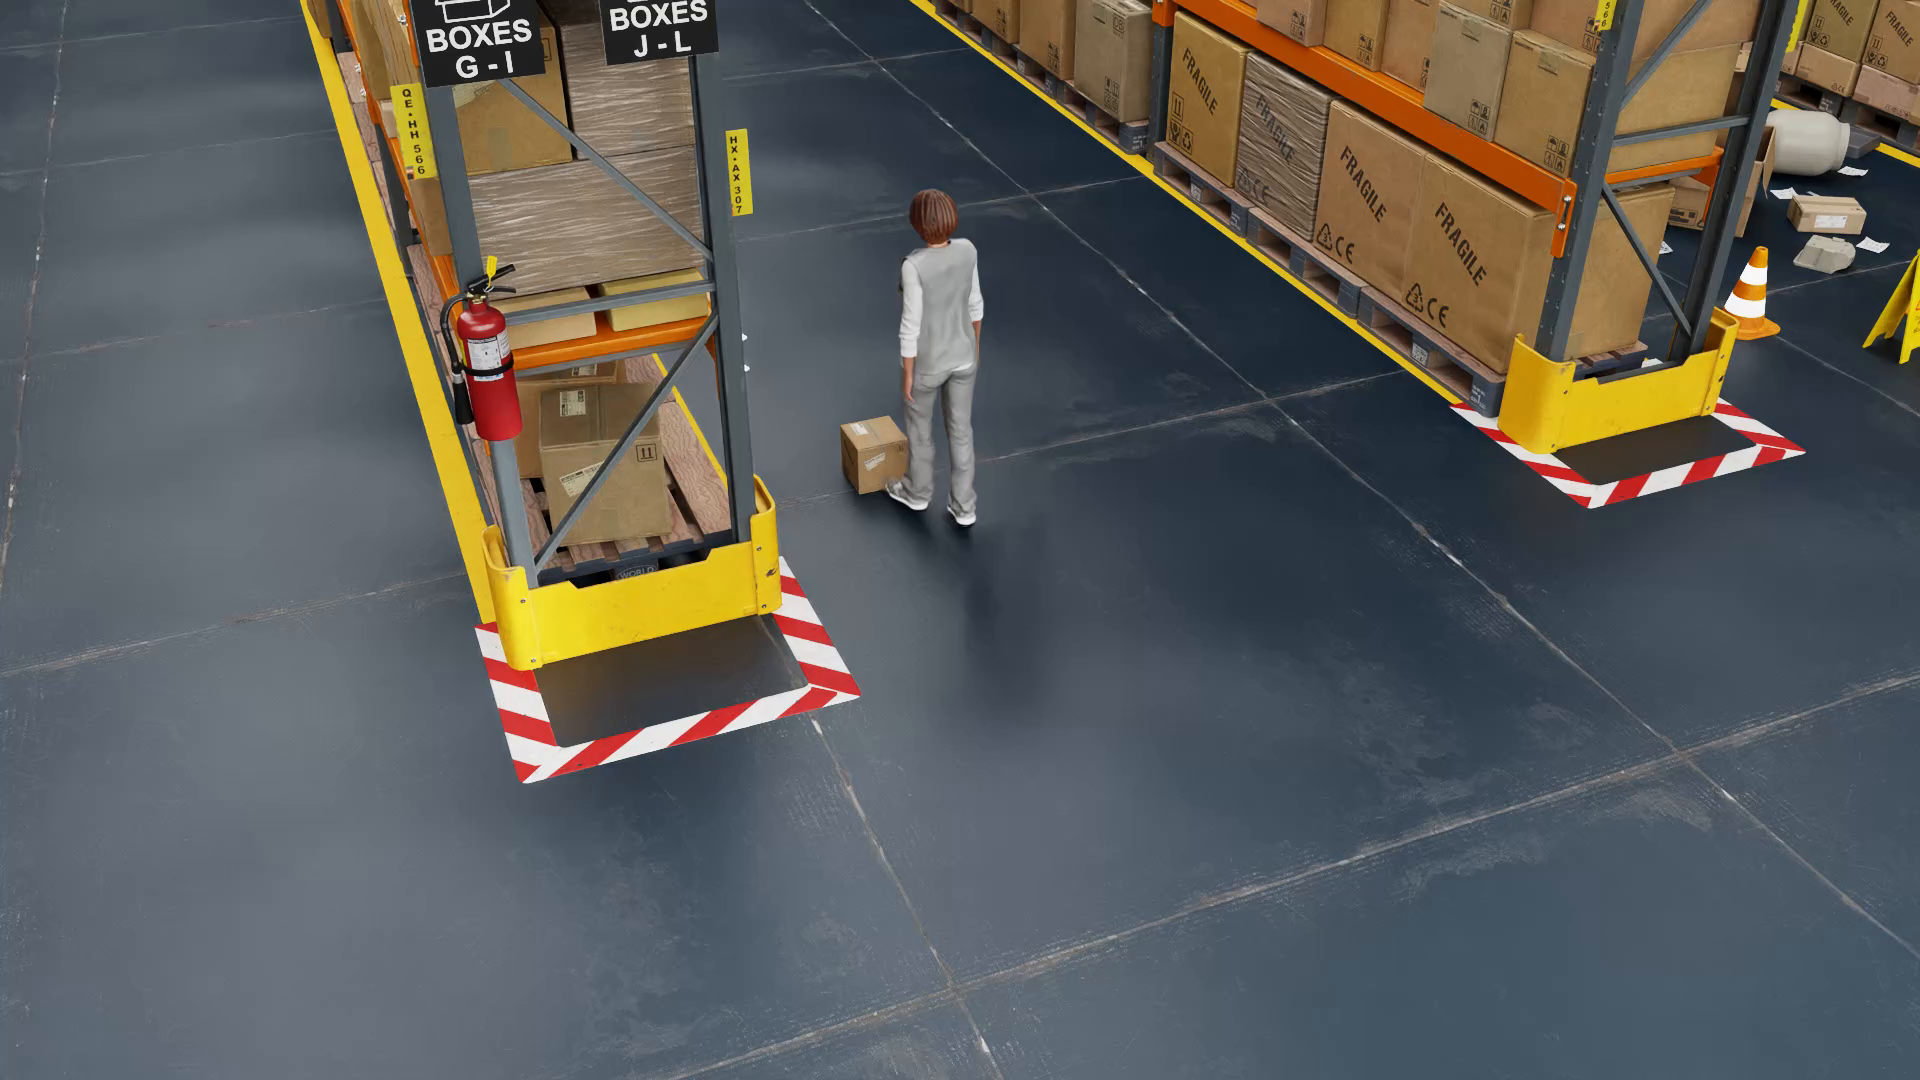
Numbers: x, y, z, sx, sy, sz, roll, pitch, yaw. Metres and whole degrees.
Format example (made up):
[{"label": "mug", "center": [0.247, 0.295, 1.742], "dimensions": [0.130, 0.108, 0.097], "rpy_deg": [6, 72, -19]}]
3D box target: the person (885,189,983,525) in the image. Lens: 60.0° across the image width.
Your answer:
[{"label": "person", "center": [-0.115, -0.814, 7.337], "dimensions": [0.459, 1.602, 0.529], "rpy_deg": [-18, 38, -25]}]
